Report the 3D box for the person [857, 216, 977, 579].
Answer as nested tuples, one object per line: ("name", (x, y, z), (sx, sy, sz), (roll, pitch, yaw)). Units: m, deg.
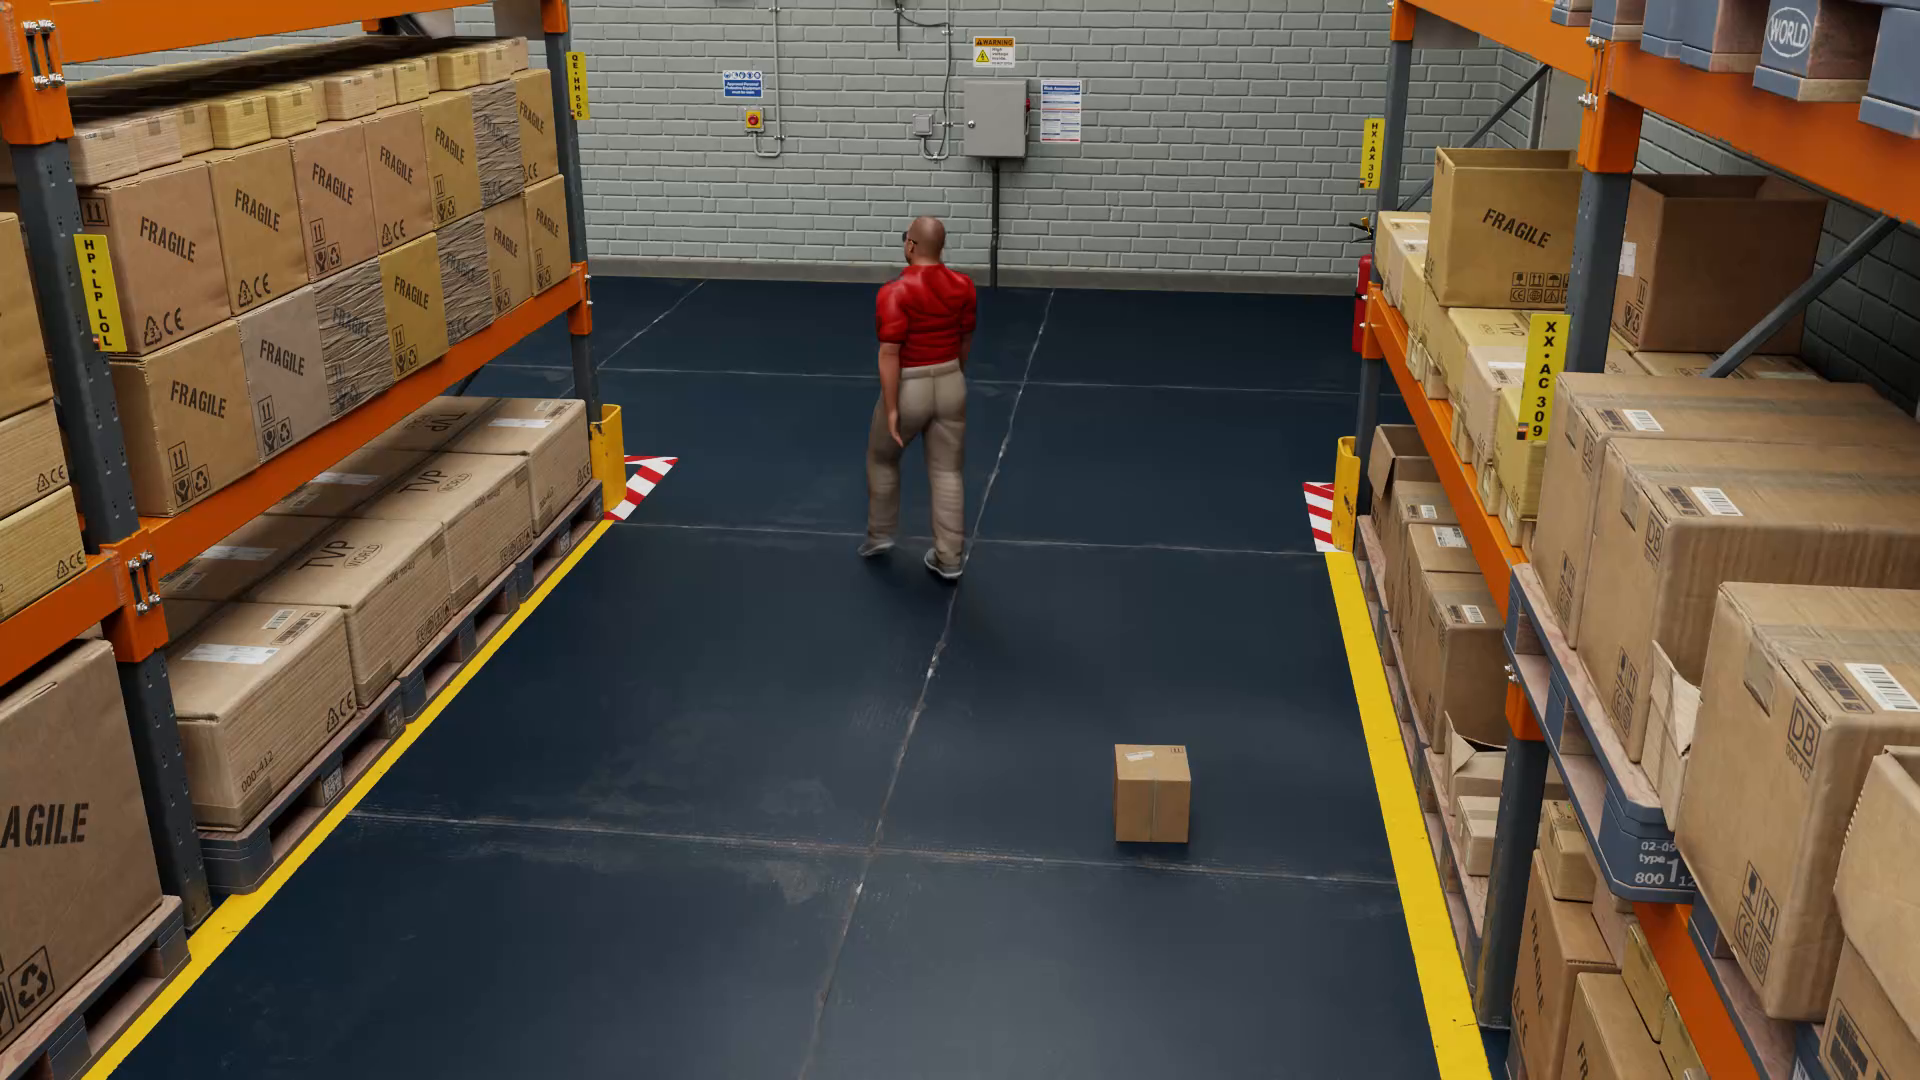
("person", (-0.205, -0.662, 7.889), (0.535, 1.784, 0.708), (-9, 23, -22))
